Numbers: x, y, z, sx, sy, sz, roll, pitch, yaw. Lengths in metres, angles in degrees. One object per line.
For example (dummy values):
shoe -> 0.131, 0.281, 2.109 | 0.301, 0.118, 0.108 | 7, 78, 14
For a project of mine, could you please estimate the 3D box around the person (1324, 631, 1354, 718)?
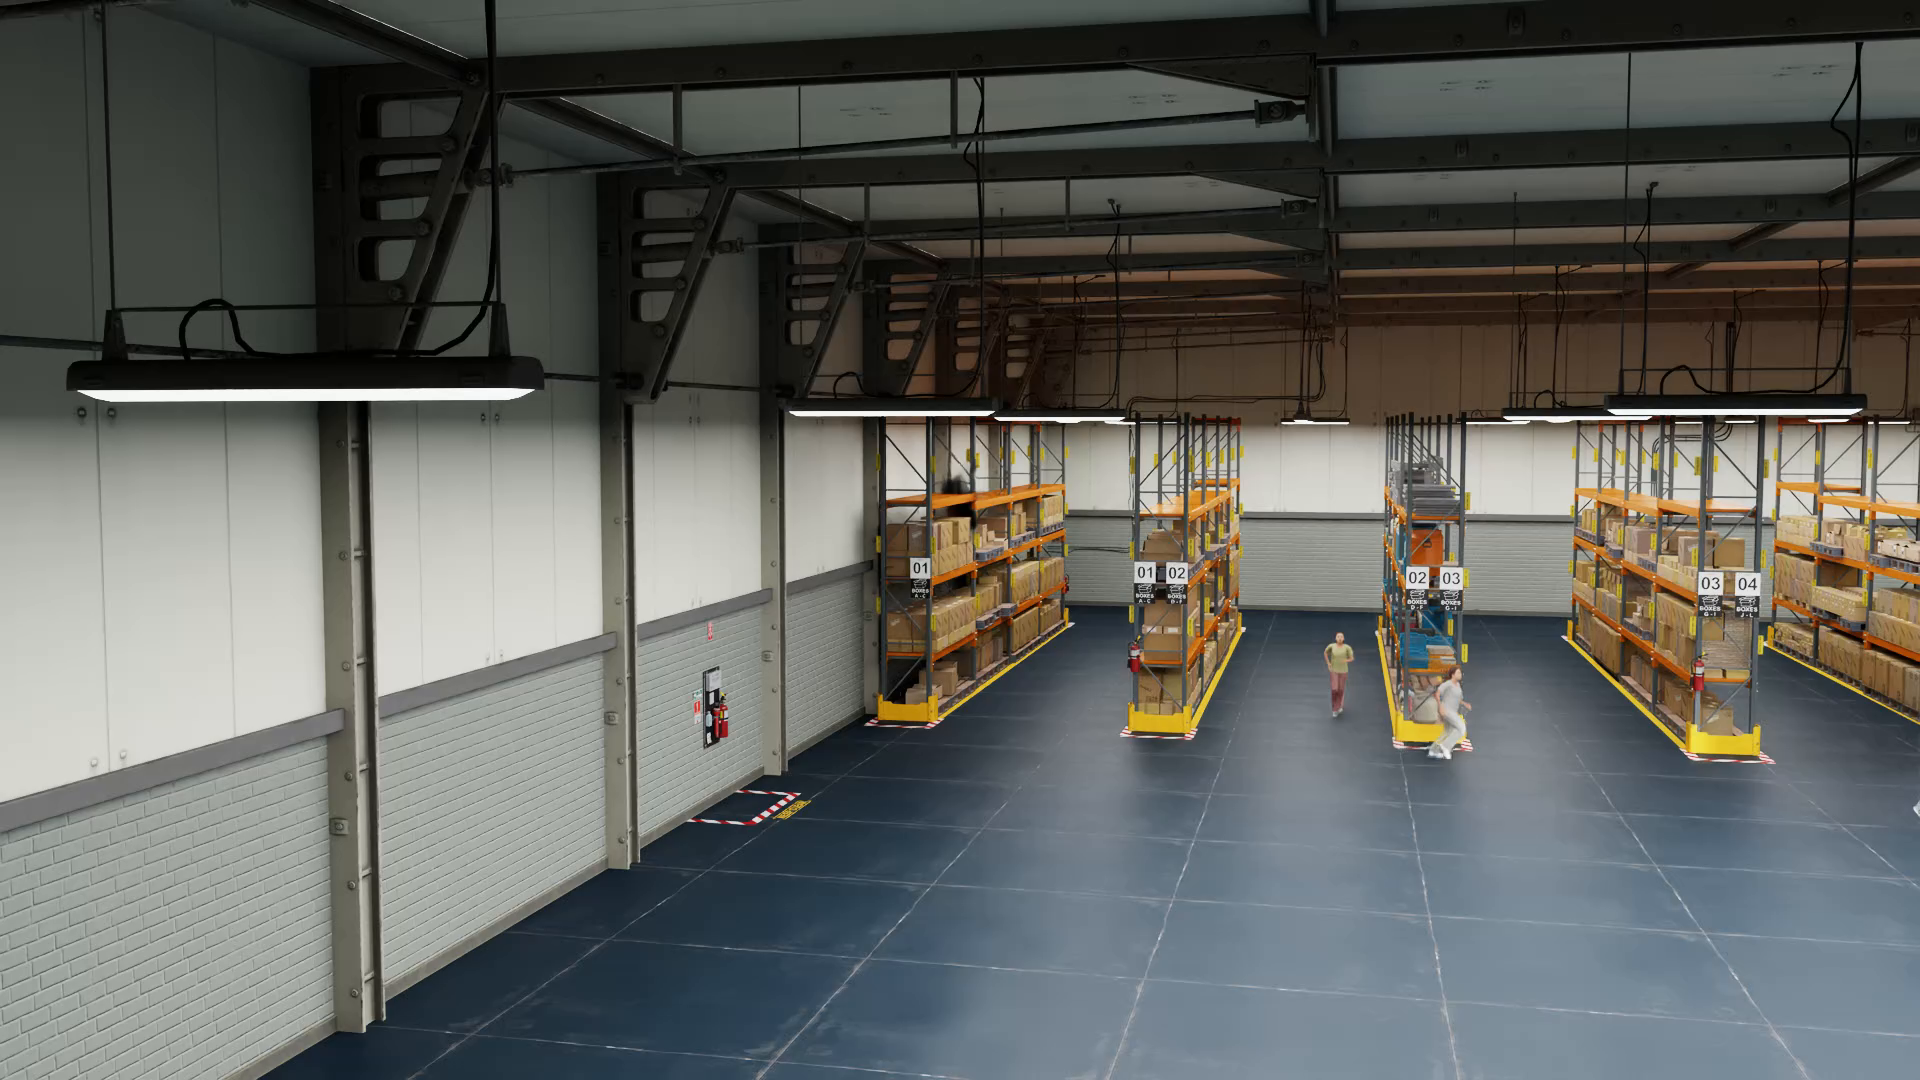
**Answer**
person -> 7.532, 2.663, 33.049 | 0.572, 1.724, 0.652 | 1, 4, 10

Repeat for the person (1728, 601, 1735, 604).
person -> 19.781, 2.031, 42.553 | 0.689, 1.658, 0.976 | 1, 4, 20

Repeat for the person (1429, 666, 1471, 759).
person -> 8.437, 2.962, 28.623 | 0.719, 1.602, 0.493 | 3, 5, 37
